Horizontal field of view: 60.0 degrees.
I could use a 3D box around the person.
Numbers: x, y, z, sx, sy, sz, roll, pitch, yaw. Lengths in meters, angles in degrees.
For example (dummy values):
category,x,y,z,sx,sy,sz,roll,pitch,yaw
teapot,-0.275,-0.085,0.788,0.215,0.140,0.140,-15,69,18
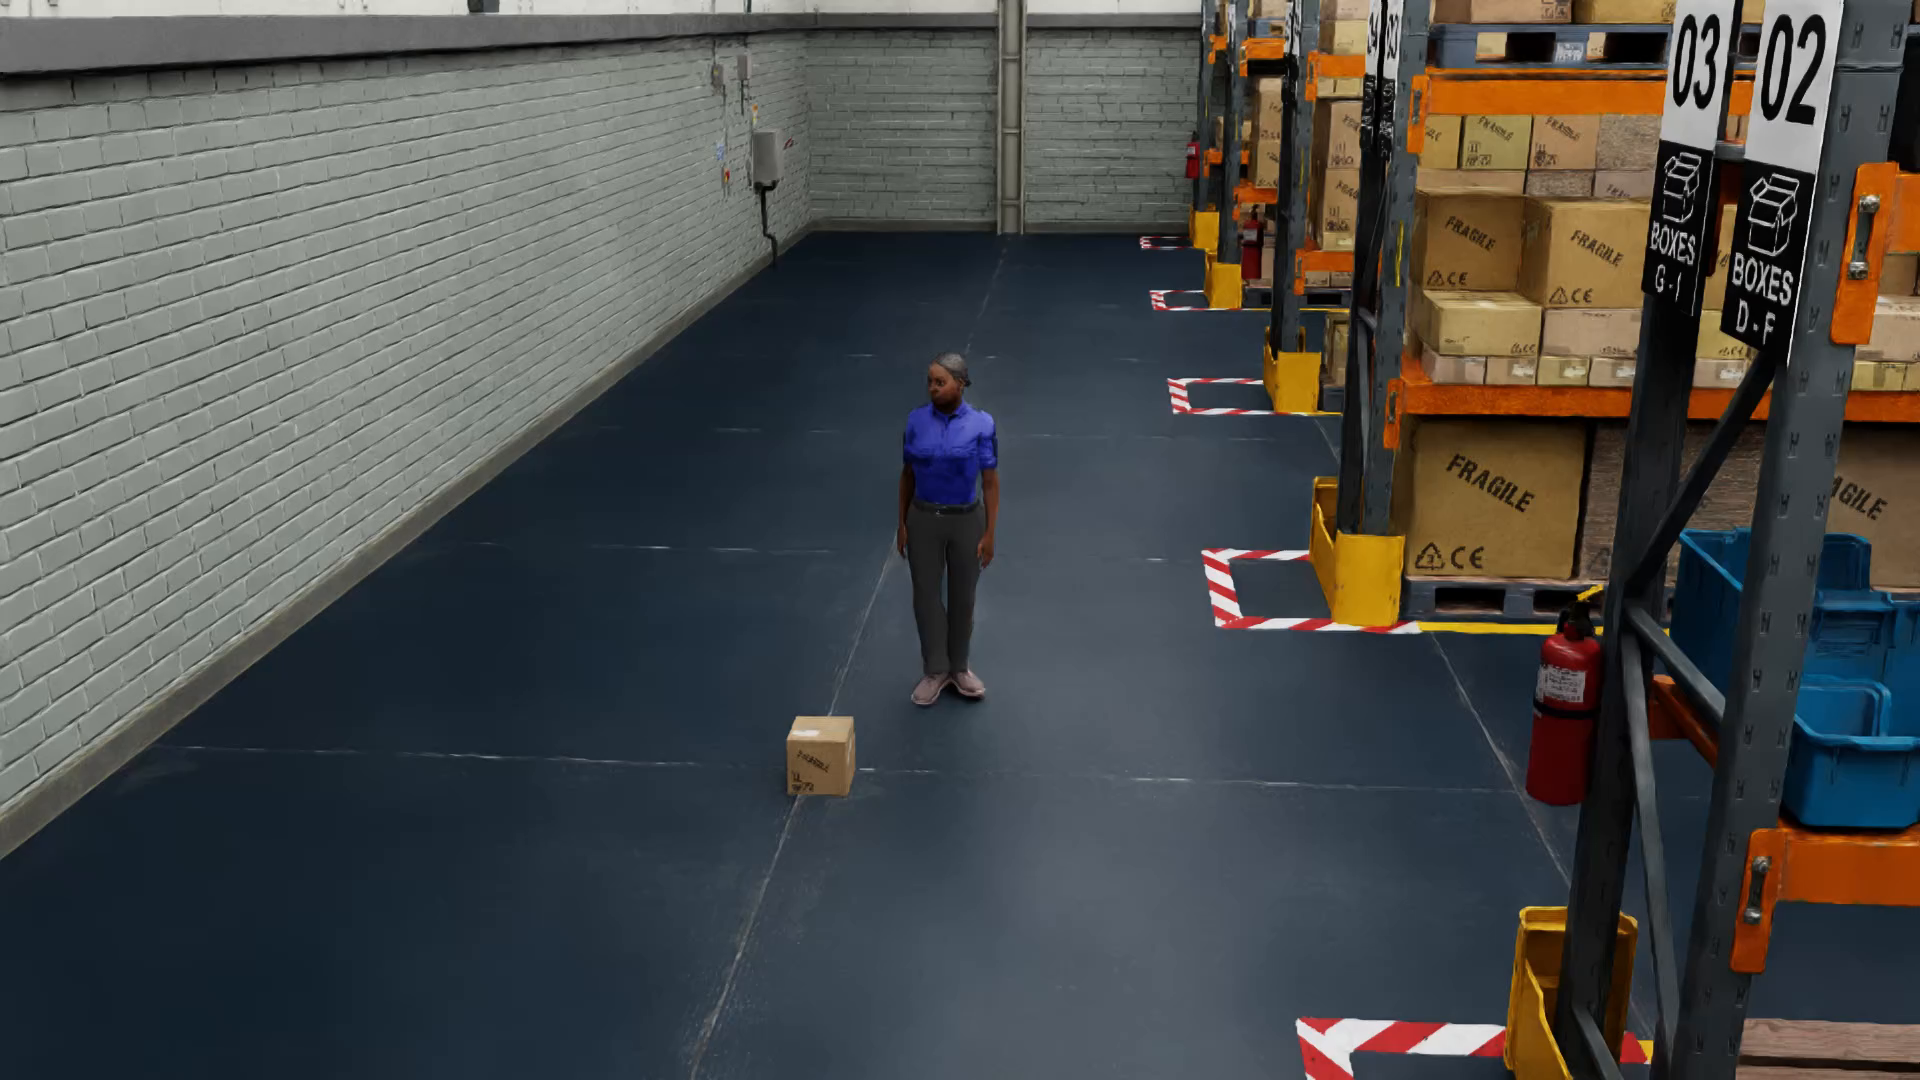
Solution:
category,x,y,z,sx,sy,sz,roll,pitch,yaw
person,-0.054,-0.057,7.706,0.482,1.669,0.361,2,18,6
